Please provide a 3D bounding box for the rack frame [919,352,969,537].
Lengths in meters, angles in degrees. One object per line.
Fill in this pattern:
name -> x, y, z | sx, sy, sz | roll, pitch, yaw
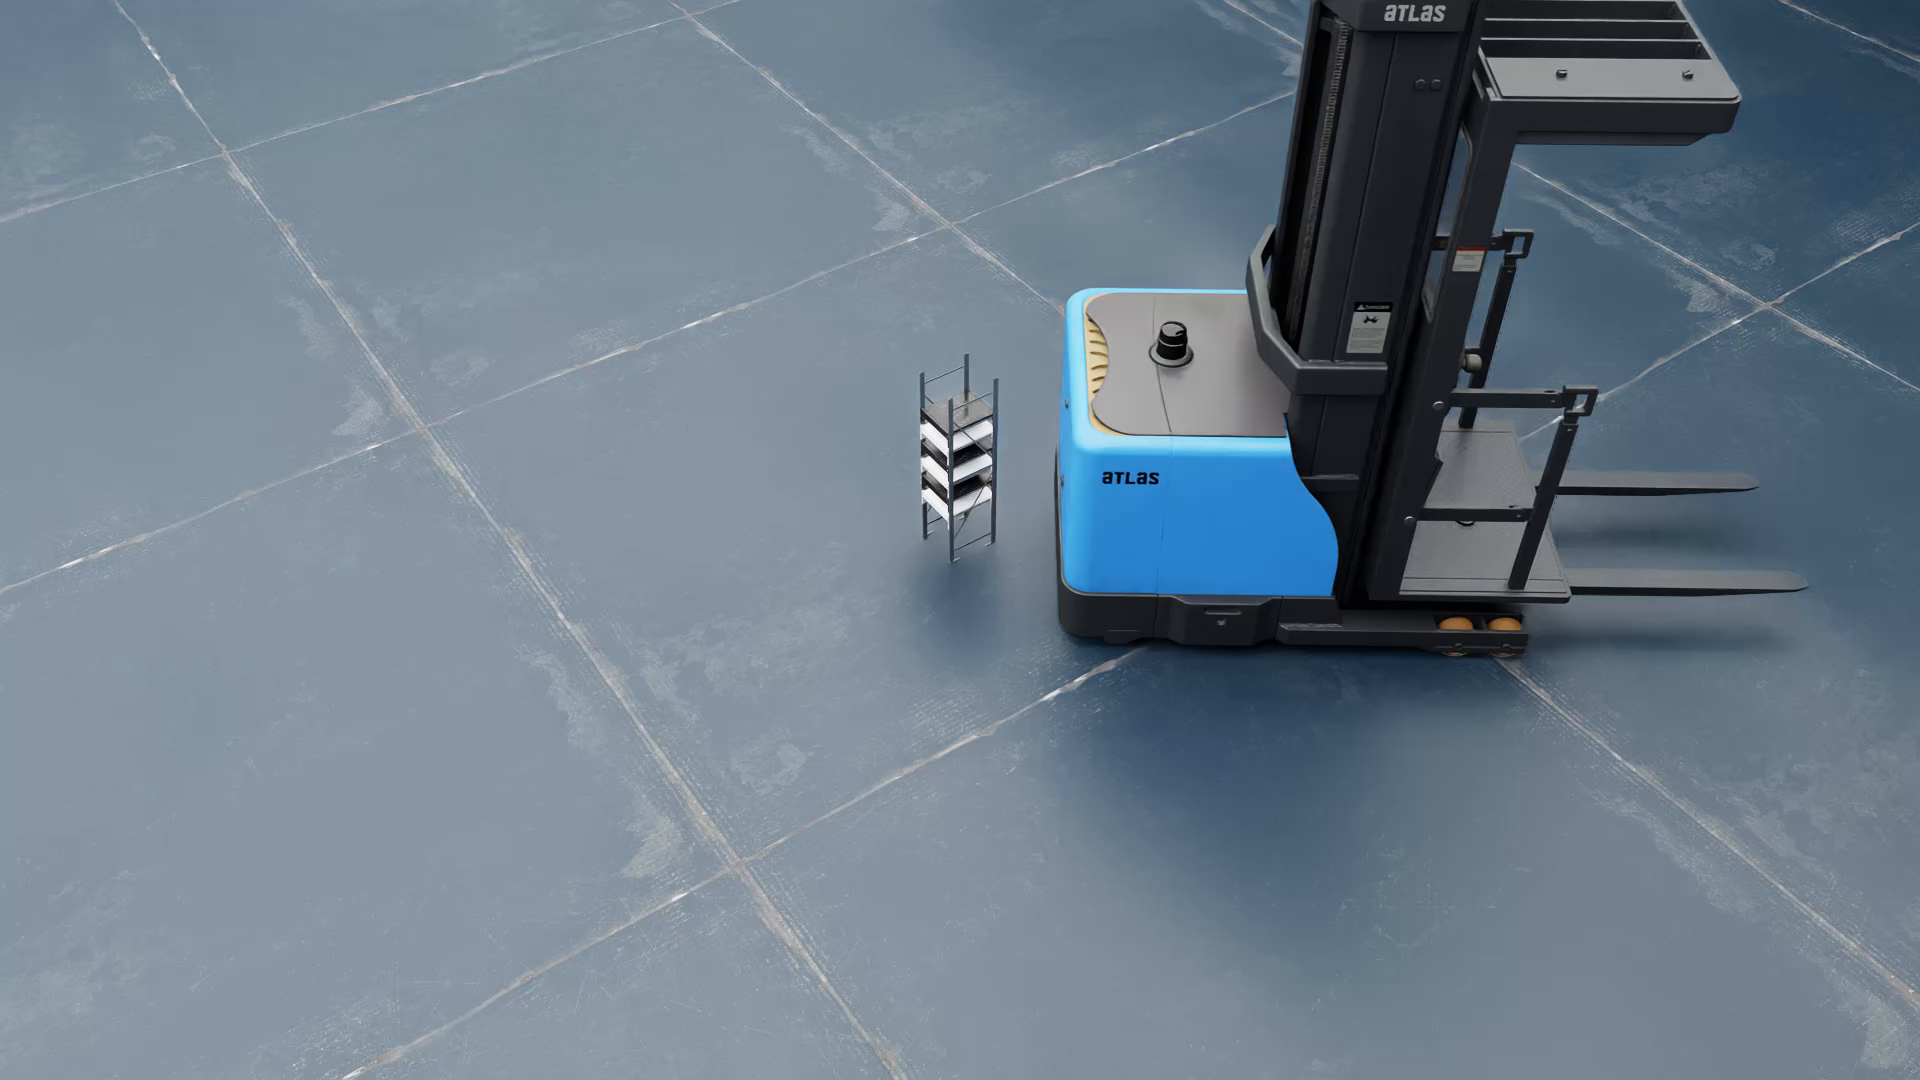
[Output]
rack frame -> -0.063, -0.388, 6.995 | 0.240, 0.900, 0.006 | -26, 49, -24

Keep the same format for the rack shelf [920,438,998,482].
rack shelf -> -0.005, -0.371, 6.896 | 0.258, 0.077, 0.200 | -26, 49, -24

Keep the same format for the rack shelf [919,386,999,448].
rack shelf -> -0.005, -0.501, 6.772 | 0.258, 0.077, 0.200 | -26, 49, -24

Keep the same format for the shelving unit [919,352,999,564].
shelving unit -> -0.005, -0.330, 6.935 | 0.258, 0.900, 0.210 | -26, 49, -24

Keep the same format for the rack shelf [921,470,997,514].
rack shelf -> -0.005, -0.241, 7.020 | 0.258, 0.077, 0.200 | -26, 49, -24

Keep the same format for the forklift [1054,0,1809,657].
forklift -> 1.926, -0.960, 6.124 | 3.031, 2.935, 1.130 | 1, 44, 1

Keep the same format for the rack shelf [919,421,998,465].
rack shelf -> -0.005, -0.436, 6.834 | 0.258, 0.077, 0.200 | -26, 49, -24

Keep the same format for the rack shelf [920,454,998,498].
rack shelf -> -0.005, -0.306, 6.958 | 0.258, 0.077, 0.200 | -26, 49, -24

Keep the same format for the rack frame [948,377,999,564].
rack frame -> 0.054, -0.273, 6.875 | 0.240, 0.900, 0.006 | -26, 49, -24

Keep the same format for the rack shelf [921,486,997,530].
rack shelf -> -0.005, -0.176, 7.082 | 0.258, 0.077, 0.200 | -26, 49, -24
